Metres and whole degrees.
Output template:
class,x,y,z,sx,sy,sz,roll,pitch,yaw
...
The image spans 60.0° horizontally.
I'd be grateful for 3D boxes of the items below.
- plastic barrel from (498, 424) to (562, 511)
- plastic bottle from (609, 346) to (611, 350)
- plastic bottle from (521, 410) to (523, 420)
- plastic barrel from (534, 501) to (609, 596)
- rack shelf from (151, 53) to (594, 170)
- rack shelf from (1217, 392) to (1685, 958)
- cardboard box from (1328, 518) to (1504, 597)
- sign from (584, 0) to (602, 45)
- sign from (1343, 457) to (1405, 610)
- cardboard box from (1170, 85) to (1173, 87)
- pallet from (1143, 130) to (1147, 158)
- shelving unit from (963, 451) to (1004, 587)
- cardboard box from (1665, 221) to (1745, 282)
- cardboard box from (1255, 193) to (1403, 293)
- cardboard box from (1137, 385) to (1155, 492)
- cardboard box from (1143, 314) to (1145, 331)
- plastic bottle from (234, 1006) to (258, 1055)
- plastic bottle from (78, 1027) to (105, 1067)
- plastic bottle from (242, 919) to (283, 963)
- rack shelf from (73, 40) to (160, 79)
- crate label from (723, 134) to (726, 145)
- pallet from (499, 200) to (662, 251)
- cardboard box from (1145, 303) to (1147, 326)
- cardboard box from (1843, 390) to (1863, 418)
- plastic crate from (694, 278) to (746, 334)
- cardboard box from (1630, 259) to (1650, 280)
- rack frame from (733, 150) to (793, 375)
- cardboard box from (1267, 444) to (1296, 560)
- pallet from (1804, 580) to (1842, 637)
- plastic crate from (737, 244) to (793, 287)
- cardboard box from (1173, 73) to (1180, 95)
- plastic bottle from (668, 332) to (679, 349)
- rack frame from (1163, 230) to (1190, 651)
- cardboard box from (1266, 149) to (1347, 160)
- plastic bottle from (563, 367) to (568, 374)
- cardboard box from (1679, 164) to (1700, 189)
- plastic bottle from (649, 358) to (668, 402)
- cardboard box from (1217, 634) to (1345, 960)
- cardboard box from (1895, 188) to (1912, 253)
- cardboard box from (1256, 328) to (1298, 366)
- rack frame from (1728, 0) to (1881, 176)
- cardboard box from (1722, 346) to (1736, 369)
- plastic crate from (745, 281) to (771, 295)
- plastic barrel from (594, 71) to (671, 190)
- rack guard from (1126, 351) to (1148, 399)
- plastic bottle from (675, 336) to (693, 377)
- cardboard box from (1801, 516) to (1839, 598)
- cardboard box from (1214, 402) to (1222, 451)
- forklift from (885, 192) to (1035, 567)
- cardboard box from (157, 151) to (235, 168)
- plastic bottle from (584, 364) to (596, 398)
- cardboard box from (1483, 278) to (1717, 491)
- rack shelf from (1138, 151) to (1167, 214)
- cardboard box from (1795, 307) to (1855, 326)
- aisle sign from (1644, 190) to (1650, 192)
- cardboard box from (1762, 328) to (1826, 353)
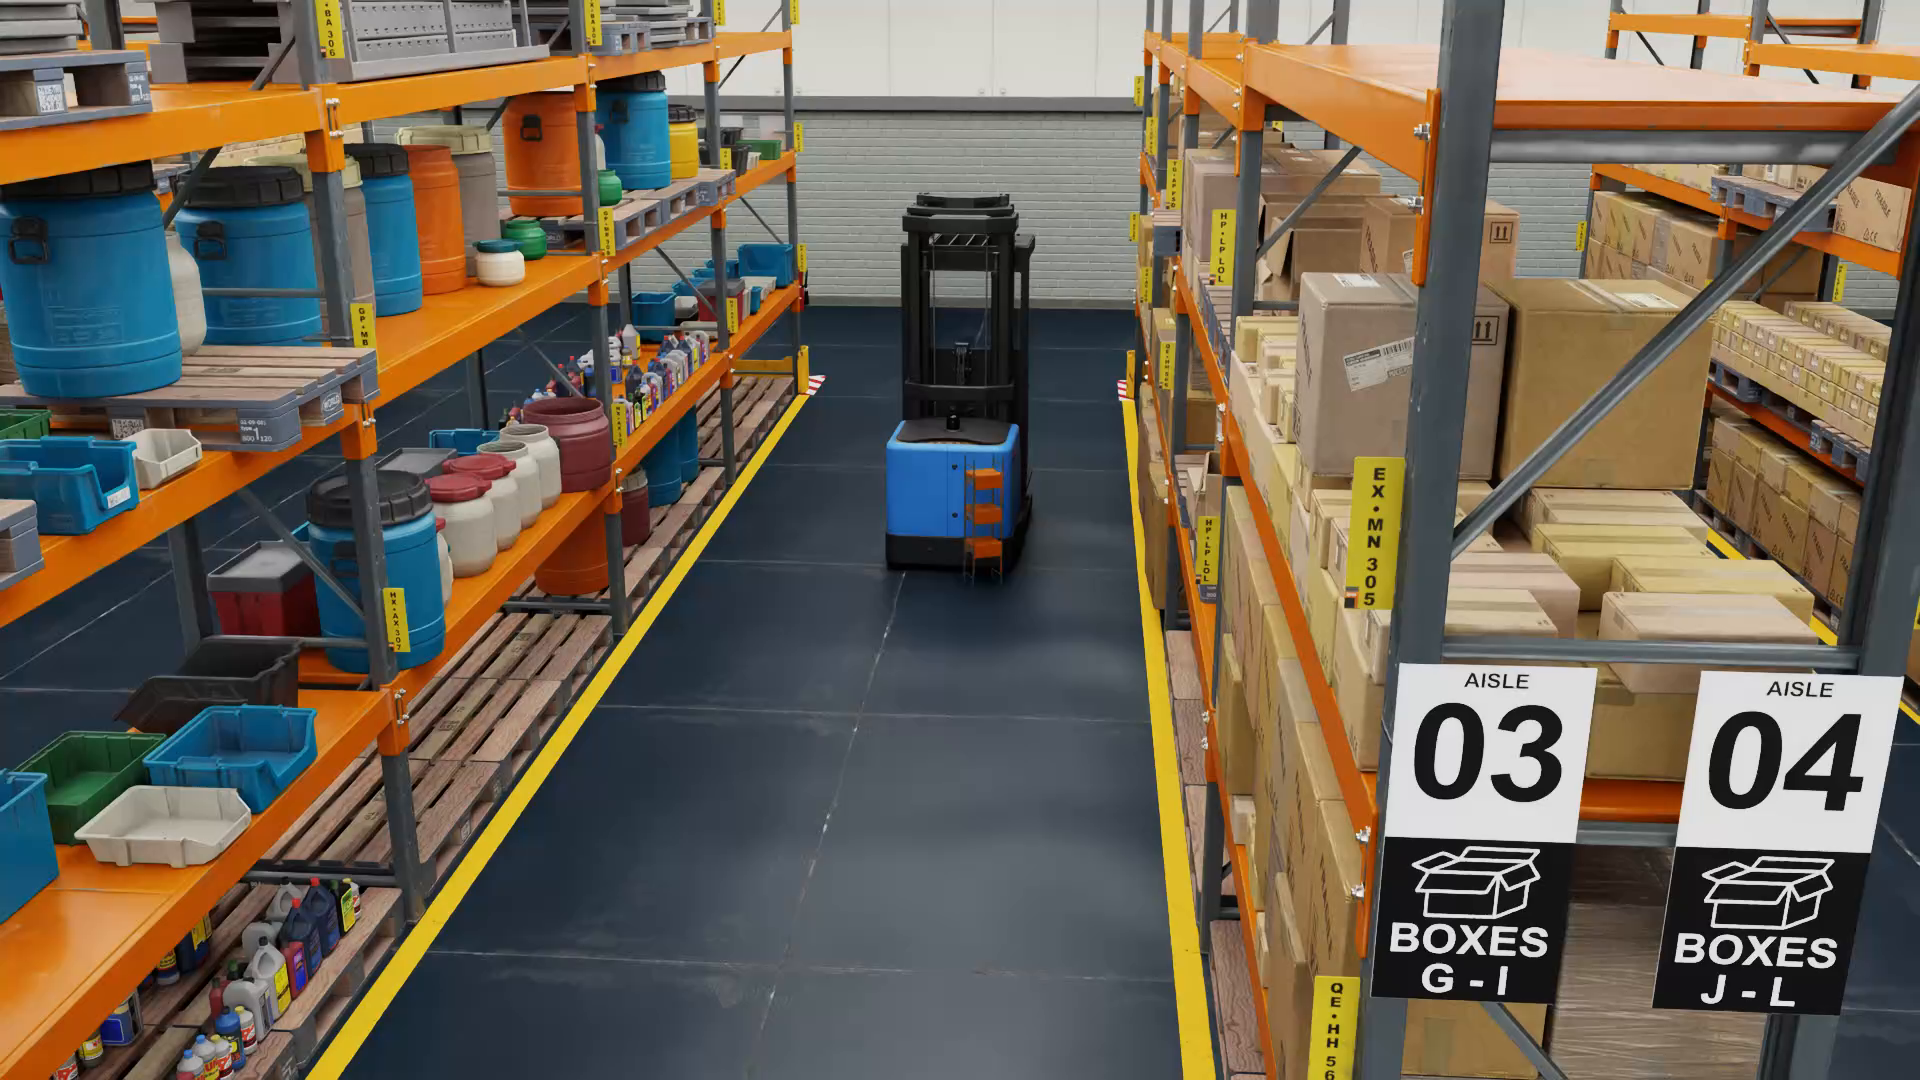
class,x,y,z,sx,sy,sz,roll,pitch,yaw
plastic barrel,-2.828,-0.471,10.863,0.421,0.512,0.421,0,18,0
plastic bottle,-3.156,-1.639,14.814,0.097,0.271,0.097,0,18,0
plastic bottle,-3.321,-0.890,12.640,0.097,0.201,0.097,0,18,0
plastic barrel,-7.990,-1.186,12.620,10.706,2.957,0.708,1,18,4
rack shelf,-3.111,-2.440,9.214,1.077,0.370,4.000,1,18,4
rack shelf,1.542,0.149,5.490,1.077,0.370,4.000,1,18,4
cardboard box,1.154,0.051,4.234,0.380,0.149,0.250,0,18,2
sign,-2.418,-3.429,10.955,0.100,0.325,0.005,1,18,4
sign,0.847,-0.011,3.402,0.100,0.325,0.005,1,18,4
cardboard box,2.562,-4.673,18.055,0.700,0.500,0.500,0,18,1
pallet,2.503,-4.269,17.958,1.003,0.211,1.213,1,18,4
shelving unit,0.185,-0.166,13.232,0.252,1.050,0.215,-7,18,-22
cardboard box,6.995,-2.708,15.627,0.500,0.500,0.500,1,18,2
cardboard box,1.885,-1.499,8.524,0.797,0.503,0.637,2,18,6
cardboard box,2.233,-0.864,14.981,1.225,0.875,0.875,1,18,4
cardboard box,2.028,-2.176,16.650,0.380,0.149,0.250,2,18,5
plastic bottle,-3.047,2.075,7.060,0.097,0.201,0.097,0,18,0
plastic bottle,-3.660,2.100,6.984,0.097,0.201,0.097,0,18,0
plastic bottle,-3.176,1.856,7.608,0.152,0.276,0.135,1,18,4
rack shelf,-7.765,-3.794,13.347,1.077,0.370,4.000,1,18,4
crate label,-2.783,-4.302,18.156,0.408,0.251,0.502,1,18,4
pallet,-2.815,-2.313,12.150,1.003,0.211,1.213,1,18,4
cardboard box,2.064,-2.247,16.228,0.500,0.250,0.500,2,18,6
cardboard box,6.511,-0.957,11.778,0.380,0.149,0.250,2,18,6
plastic crate,-2.367,-2.315,16.471,0.402,0.464,0.583,1,18,4
cardboard box,7.087,-2.552,16.757,0.500,0.500,0.500,1,18,2
rack frame,-2.391,-3.226,19.452,0.949,2.616,0.053,1,18,4
cardboard box,1.289,-0.127,5.416,0.500,0.250,0.500,1,18,3
pallet,6.970,0.593,12.273,1.003,0.211,1.213,1,18,4
plastic crate,-2.232,-3.164,19.108,0.616,0.435,0.499,1,18,4
cardboard box,2.391,-4.565,16.521,0.500,0.250,0.500,1,18,2
plastic bottle,-2.564,-1.671,14.785,0.144,0.351,0.185,1,18,4
rack frame,1.973,-0.631,11.532,1.000,3.000,0.127,1,18,4
cardboard box,2.188,-2.188,10.503,0.500,0.500,0.500,2,18,5
plastic bottle,-3.259,-1.275,13.685,0.061,0.283,0.133,1,18,4
cardboard box,7.012,-3.399,15.402,0.500,0.250,0.500,1,18,4
plastic bottle,-2.499,-1.326,13.731,0.144,0.351,0.185,1,18,4
cardboard box,1.449,0.788,5.760,0.875,1.000,2.500,1,18,4
cardboard box,6.700,-2.145,11.175,0.500,0.500,0.500,1,18,4
cardboard box,1.404,-0.754,6.691,0.380,0.149,0.250,0,18,1
rack frame,7.199,-4.582,13.956,1.000,3.000,0.127,1,18,4
cardboard box,6.676,-1.536,14.022,0.380,0.149,0.250,1,18,4
plastic crate,-2.307,-2.783,18.425,0.396,0.136,0.243,1,18,4
plastic barrel,-2.651,-3.314,13.423,0.600,0.901,0.708,1,18,4
rack guard,2.548,-1.936,19.527,1.175,0.500,0.348,1,18,4
plastic bottle,-2.434,-1.611,14.600,0.144,0.351,0.185,1,18,4
cardboard box,6.740,0.128,12.556,0.500,0.500,0.500,2,18,6
cardboard box,1.974,-0.710,10.937,0.500,0.500,0.500,-1,18,-3
forklift,0.073,-1.588,14.561,1.130,2.935,3.031,2,18,6
cardboard box,-7.340,-3.596,16.002,0.500,0.250,0.500,1,18,4
plastic bottle,-3.083,-1.329,13.869,0.097,0.271,0.097,0,18,0
cardboard box,1.775,-0.454,4.732,0.500,0.500,0.500,1,18,4
rack shelf,2.403,-3.578,16.864,1.077,0.370,4.000,1,18,4
cardboard box,7.347,-1.882,14.123,0.380,0.149,0.250,1,18,2
aisle sign,7.790,-4.225,18.325,0.394,0.787,0.004,1,18,4
cardboard box,6.621,-1.581,13.204,0.380,0.149,0.250,2,18,6
